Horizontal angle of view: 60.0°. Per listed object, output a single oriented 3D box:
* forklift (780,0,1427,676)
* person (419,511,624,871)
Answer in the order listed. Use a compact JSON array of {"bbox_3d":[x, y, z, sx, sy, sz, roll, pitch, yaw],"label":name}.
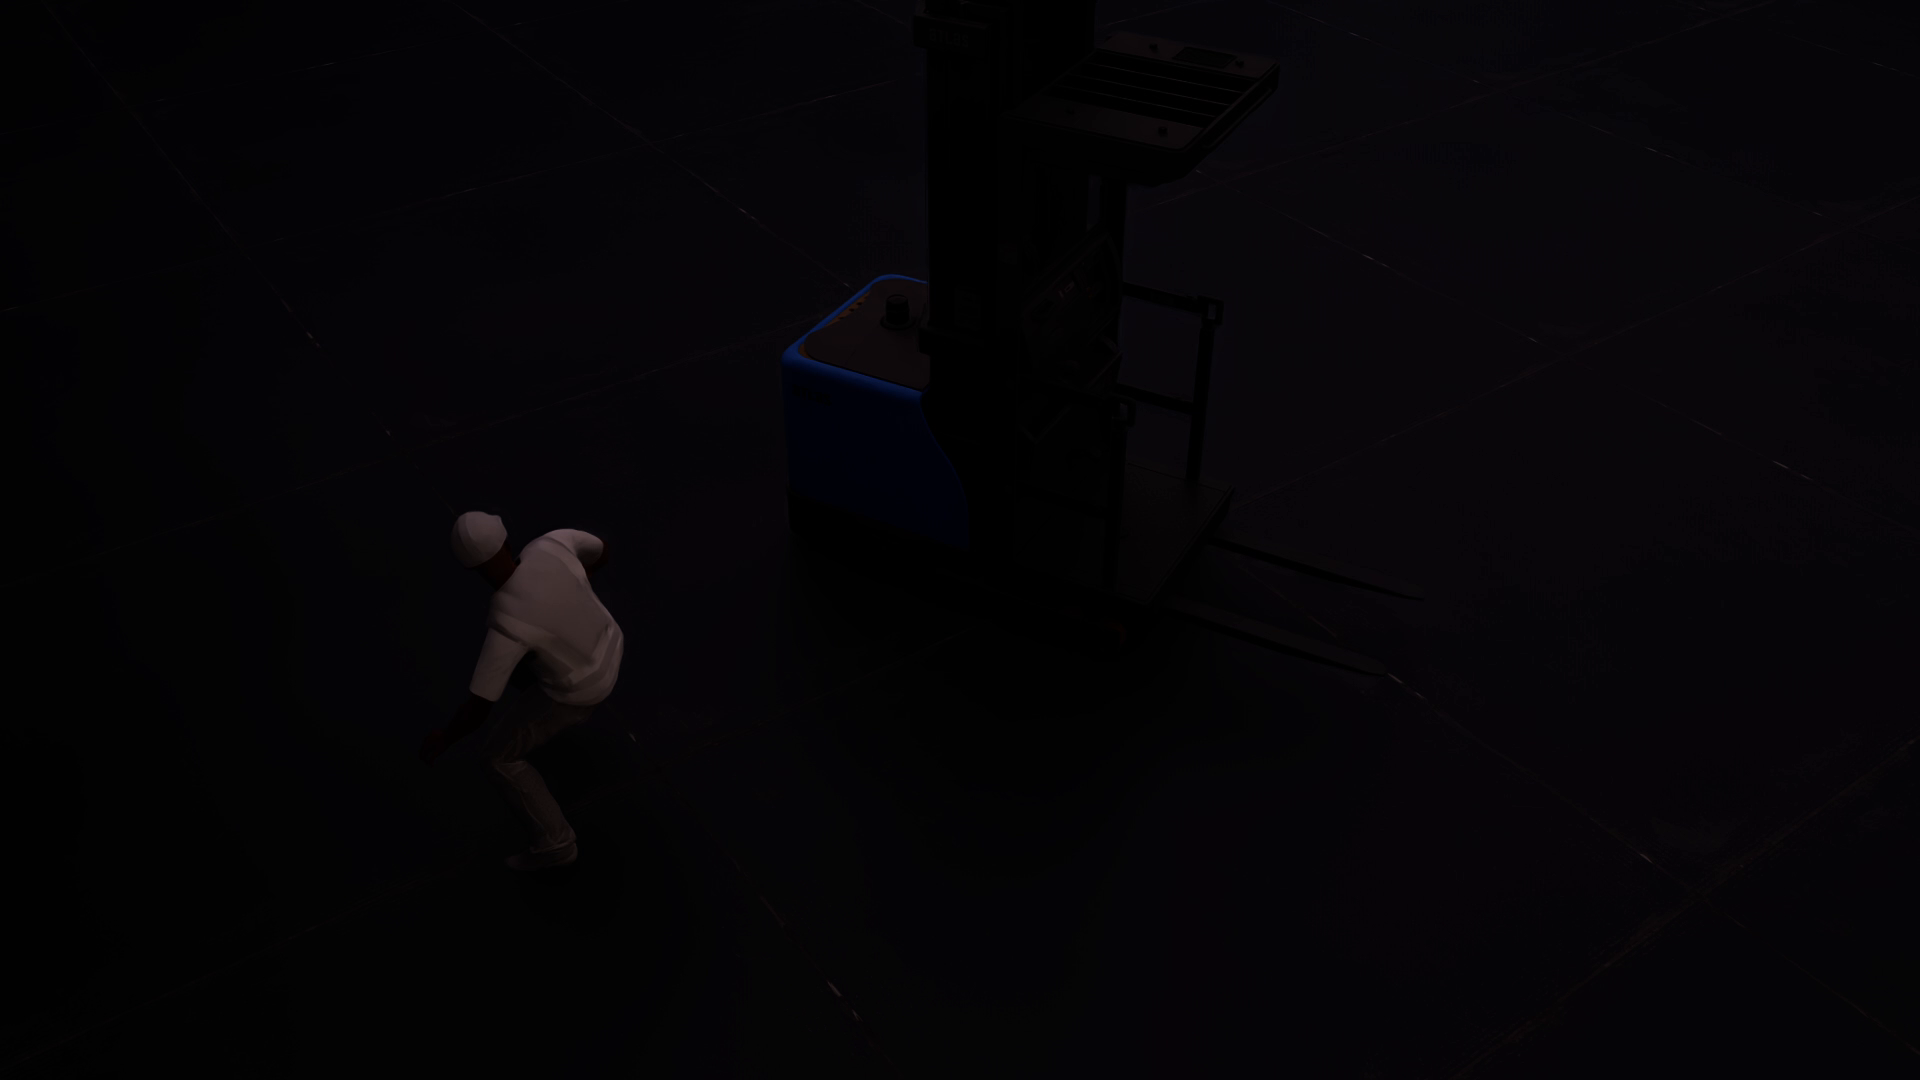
[{"bbox_3d":[0.679,-1.016,7.318,3.031,2.935,1.130,18,40,23],"label":"forklift"},{"bbox_3d":[-1.697,0.496,6.521,0.682,1.527,0.836,5,37,6],"label":"person"}]
